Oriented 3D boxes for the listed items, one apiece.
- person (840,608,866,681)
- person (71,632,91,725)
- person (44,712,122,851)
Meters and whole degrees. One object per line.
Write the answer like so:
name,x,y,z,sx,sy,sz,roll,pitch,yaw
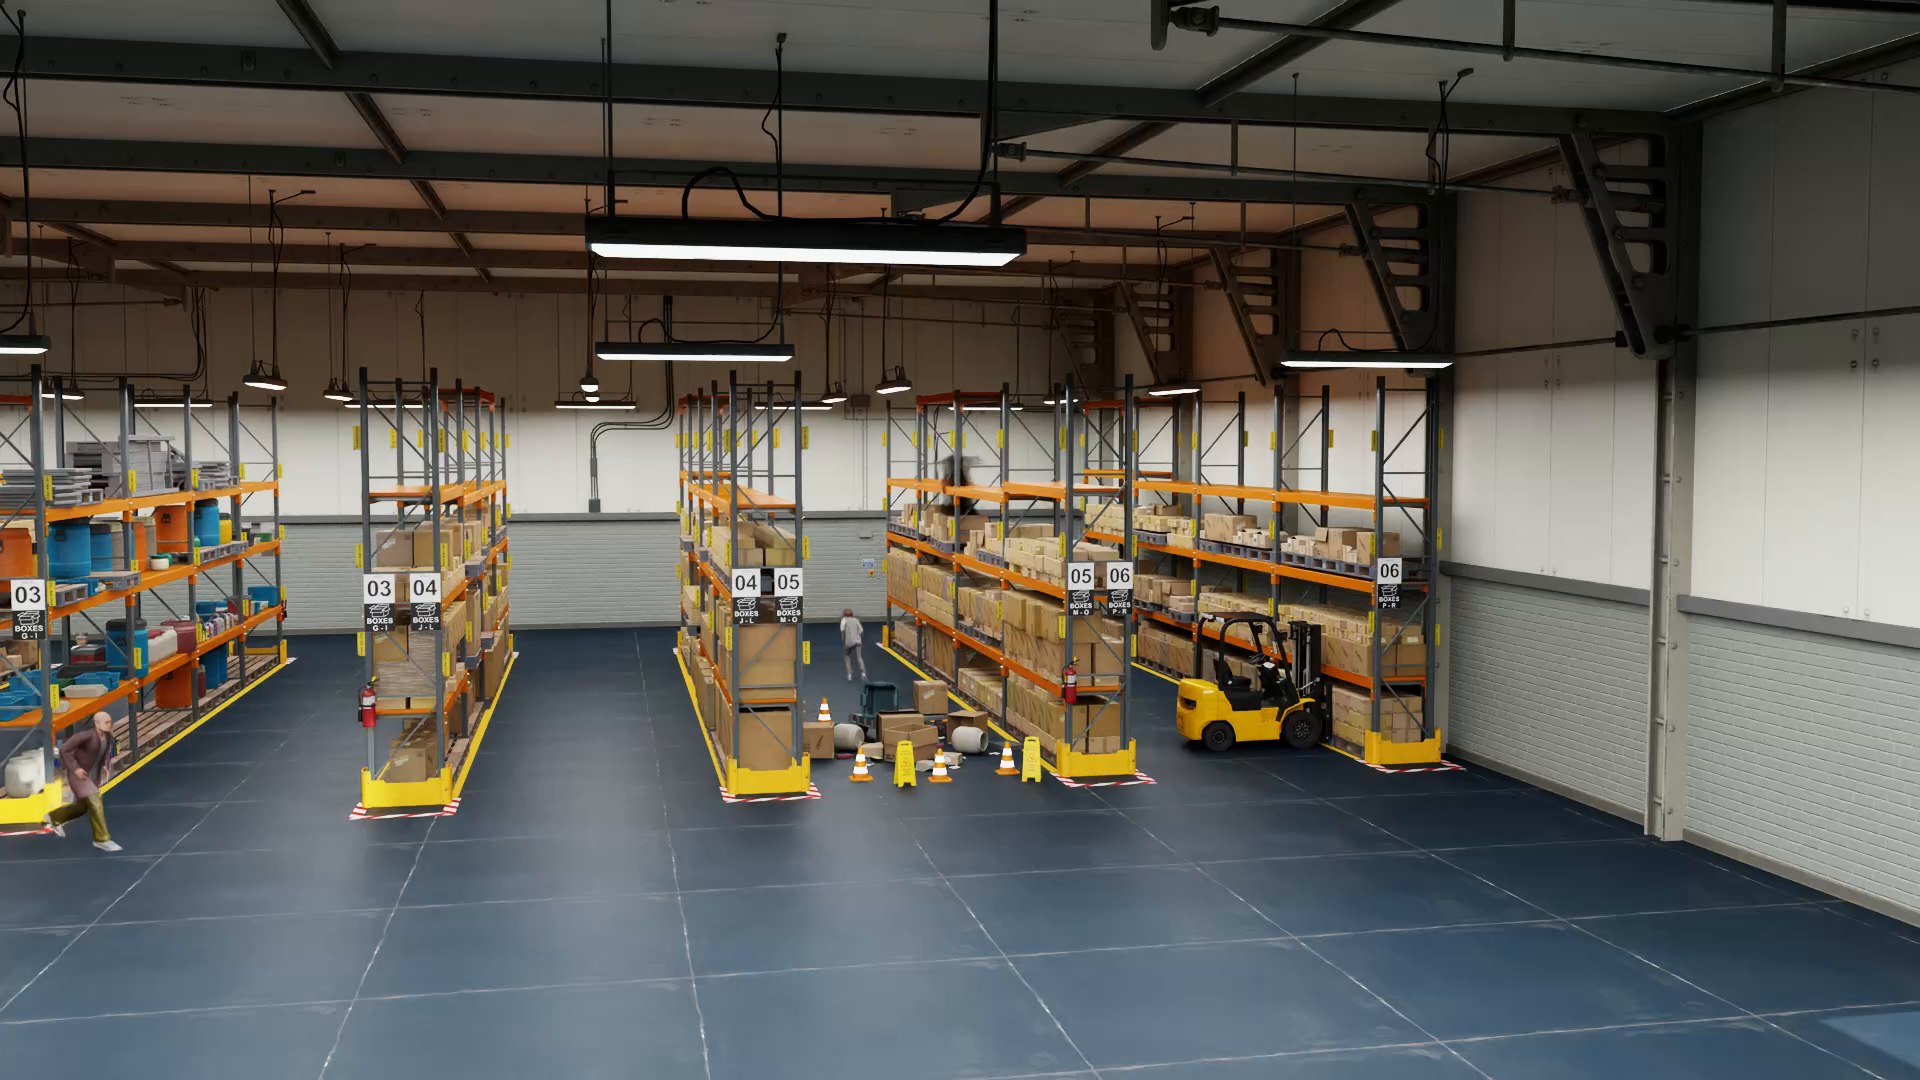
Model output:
person,-2.200,2.216,34.492,0.582,1.543,0.893,-2,4,-30
person,-15.583,2.429,29.589,0.610,1.649,0.763,-1,4,-19
person,-10.794,2.956,20.355,1.054,1.740,0.732,1,4,17
